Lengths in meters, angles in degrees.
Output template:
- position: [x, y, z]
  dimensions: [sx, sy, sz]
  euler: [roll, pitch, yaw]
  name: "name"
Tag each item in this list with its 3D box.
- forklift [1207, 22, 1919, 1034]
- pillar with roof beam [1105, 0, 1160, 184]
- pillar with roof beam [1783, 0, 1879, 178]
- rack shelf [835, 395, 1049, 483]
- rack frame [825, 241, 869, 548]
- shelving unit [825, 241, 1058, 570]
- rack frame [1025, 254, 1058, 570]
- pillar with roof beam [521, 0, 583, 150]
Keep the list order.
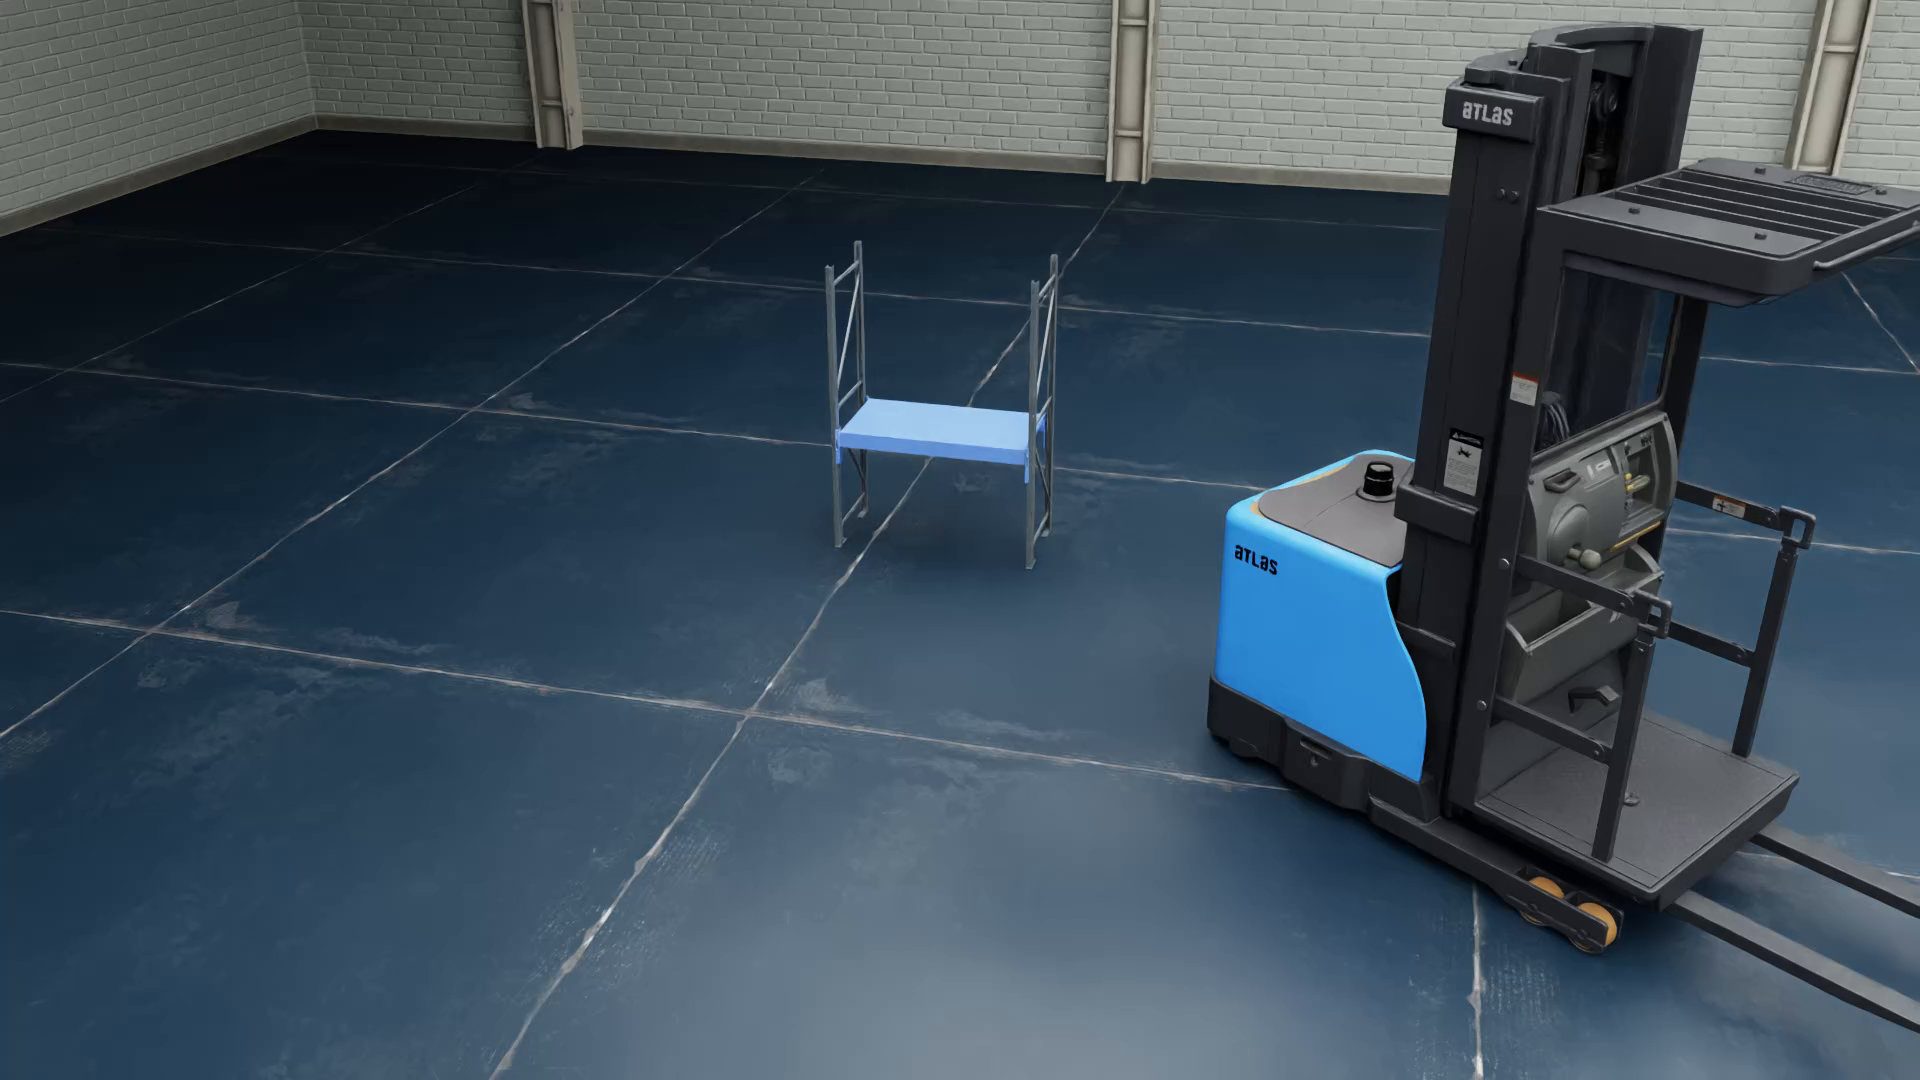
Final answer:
- position: [2.376, -0.143, 5.641]
  dimensions: [1.130, 2.935, 3.031]
  euler: [-20, 32, -36]
  name: "forklift"
- position: [0.556, -5.758, 10.375]
  dimensions: [0.400, 9.000, 9.100]
  euler: [6, 26, 13]
  name: "pillar with roof beam"
- position: [6.367, -5.115, 9.026]
  dimensions: [0.400, 9.000, 9.100]
  euler: [6, 26, 13]
  name: "pillar with roof beam"
- position: [-0.083, -0.524, 8.524]
  dimensions: [1.000, 0.185, 0.538]
  euler: [6, 26, 13]
  name: "rack shelf"
- position: [-0.575, -0.741, 8.561]
  dimensions: [0.032, 1.500, 0.500]
  euler: [6, 26, 13]
  name: "rack frame"
- position: [-0.083, -0.686, 8.447]
  dimensions: [1.048, 1.500, 0.538]
  euler: [6, 26, 13]
  name: "shelving unit"
- position: [0.410, -0.632, 8.332]
  dimensions: [0.032, 1.500, 0.500]
  euler: [6, 26, 13]
  name: "rack frame"
- position: [-5.255, -6.400, 11.724]
  dimensions: [0.400, 9.000, 9.100]
  euler: [6, 26, 13]
  name: "pillar with roof beam"
